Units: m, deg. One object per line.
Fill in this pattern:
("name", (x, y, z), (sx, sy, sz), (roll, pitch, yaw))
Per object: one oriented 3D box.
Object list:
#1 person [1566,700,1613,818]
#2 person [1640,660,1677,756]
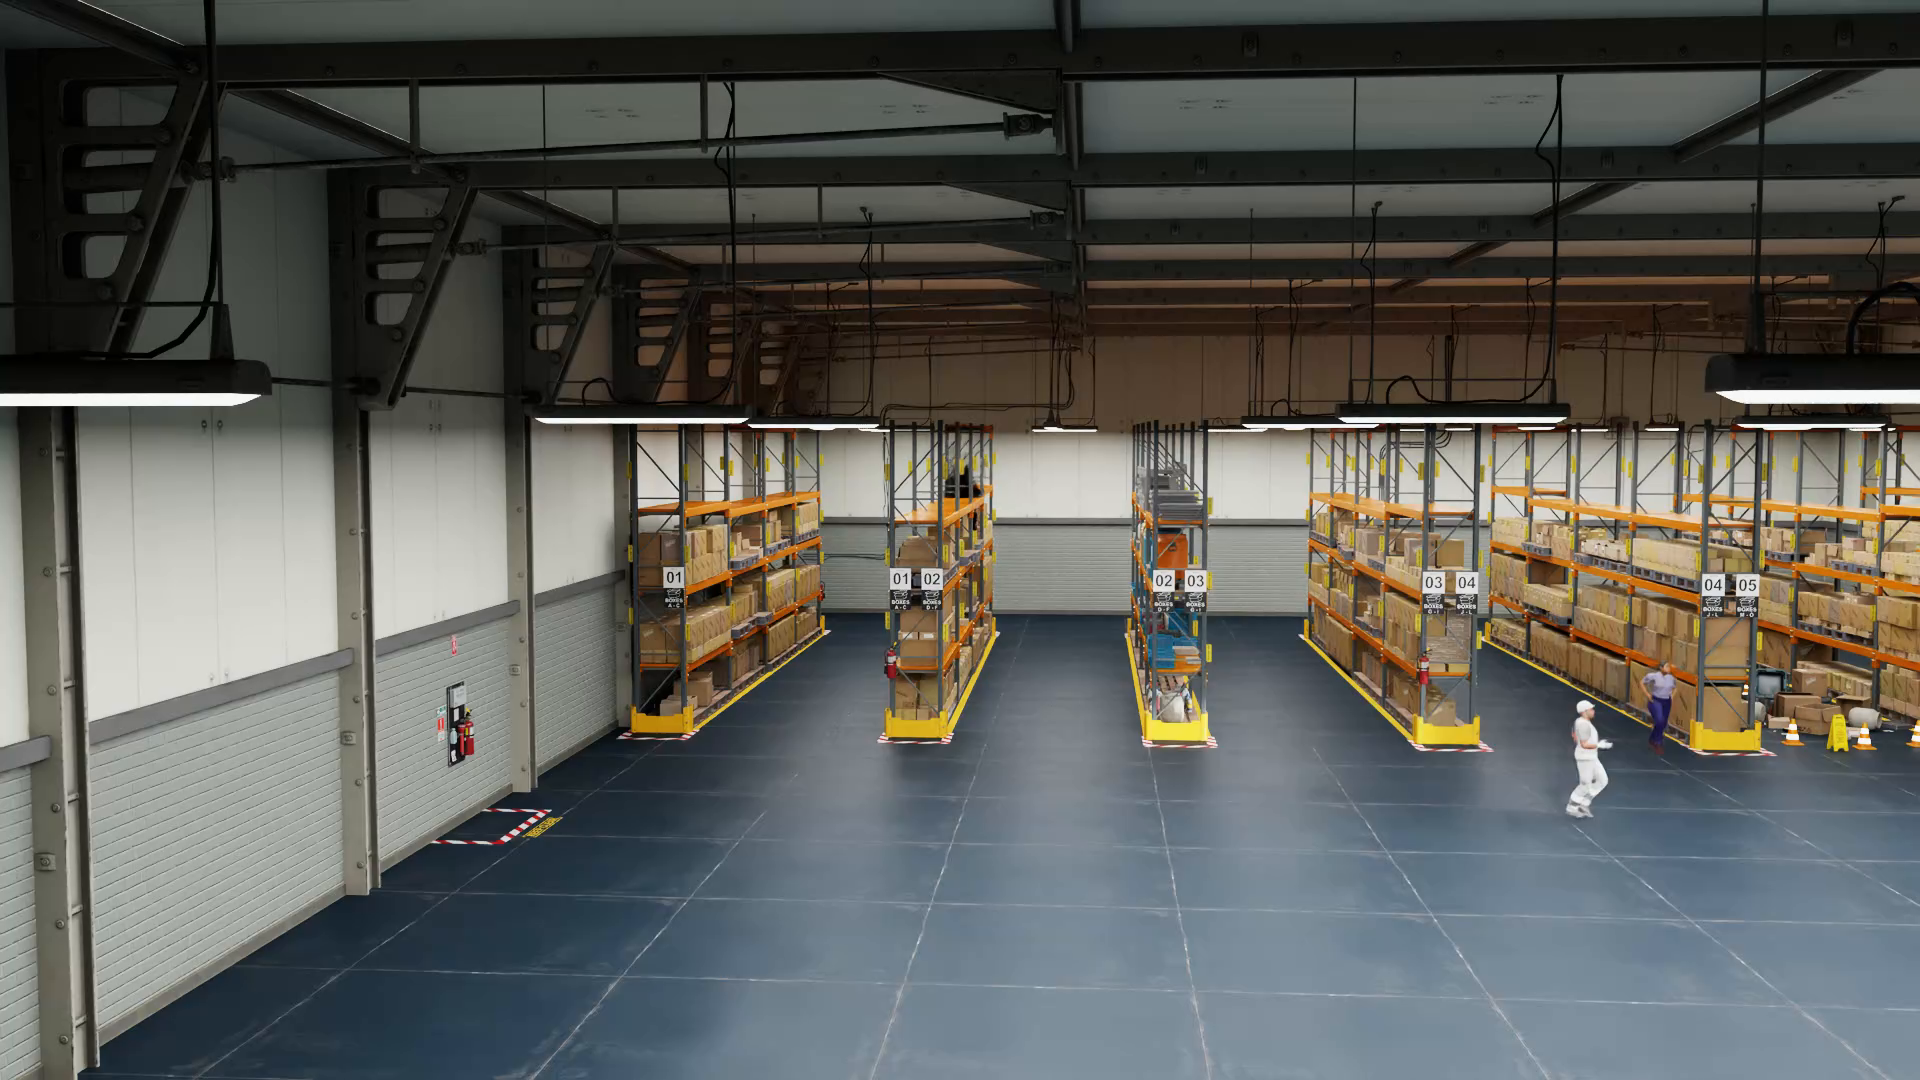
("person", (9.363, 3.270, 24.696), (0.647, 1.780, 0.638), (2, 4, 27))
("person", (12.674, 3.012, 30.048), (0.607, 1.688, 0.795), (-1, 4, -12))
